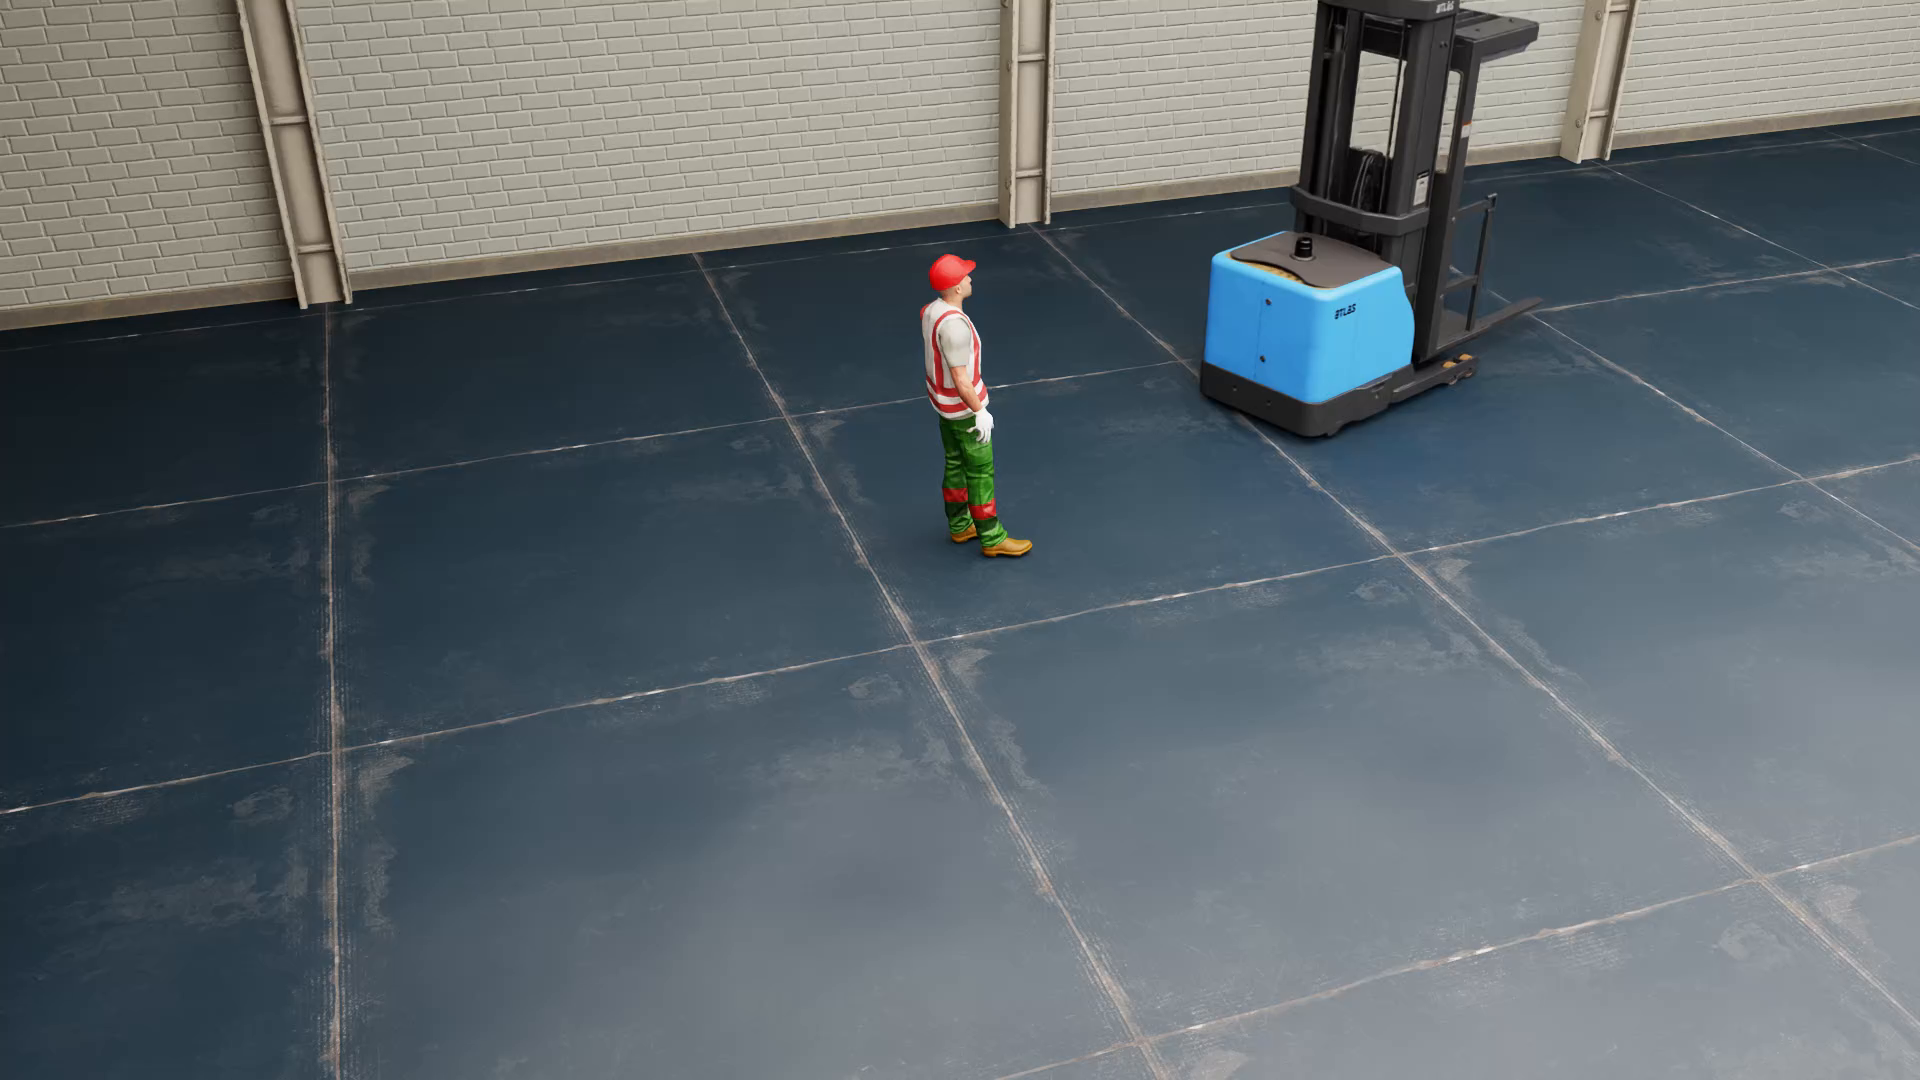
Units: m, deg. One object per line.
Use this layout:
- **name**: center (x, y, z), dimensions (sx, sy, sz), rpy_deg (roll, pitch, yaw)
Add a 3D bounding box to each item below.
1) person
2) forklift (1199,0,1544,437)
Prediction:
- **person**: center (0.080, -0.789, 9.589), dimensions (0.562, 1.790, 0.637), rpy_deg (-10, 31, -16)
- **forklift**: center (3.132, -2.565, 11.545), dimensions (3.031, 2.935, 1.130), rpy_deg (-23, 37, -34)
